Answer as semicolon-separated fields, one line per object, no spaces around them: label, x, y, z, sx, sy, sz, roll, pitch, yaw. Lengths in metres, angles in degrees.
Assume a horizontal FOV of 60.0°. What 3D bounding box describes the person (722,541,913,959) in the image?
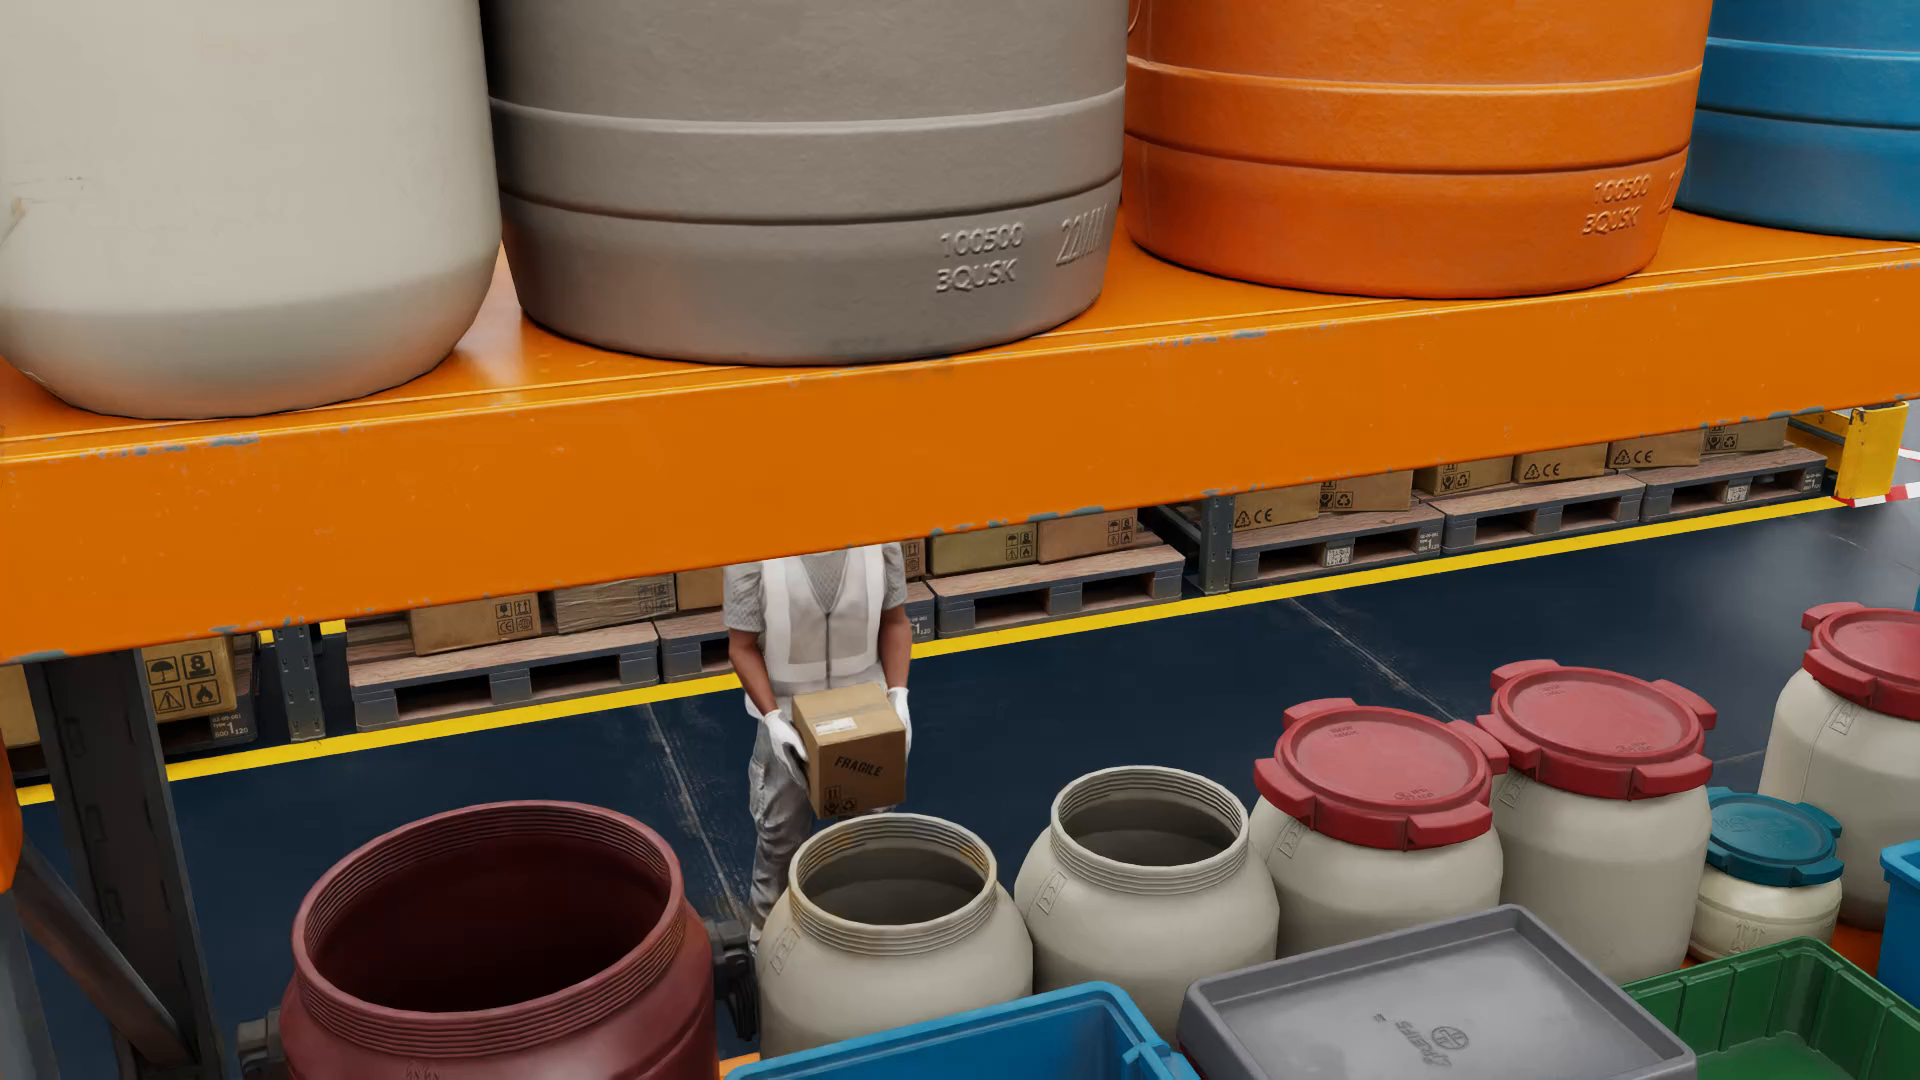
person;-0.383;0.518;4.798;0.546;1.788;0.509;-8;24;-20
